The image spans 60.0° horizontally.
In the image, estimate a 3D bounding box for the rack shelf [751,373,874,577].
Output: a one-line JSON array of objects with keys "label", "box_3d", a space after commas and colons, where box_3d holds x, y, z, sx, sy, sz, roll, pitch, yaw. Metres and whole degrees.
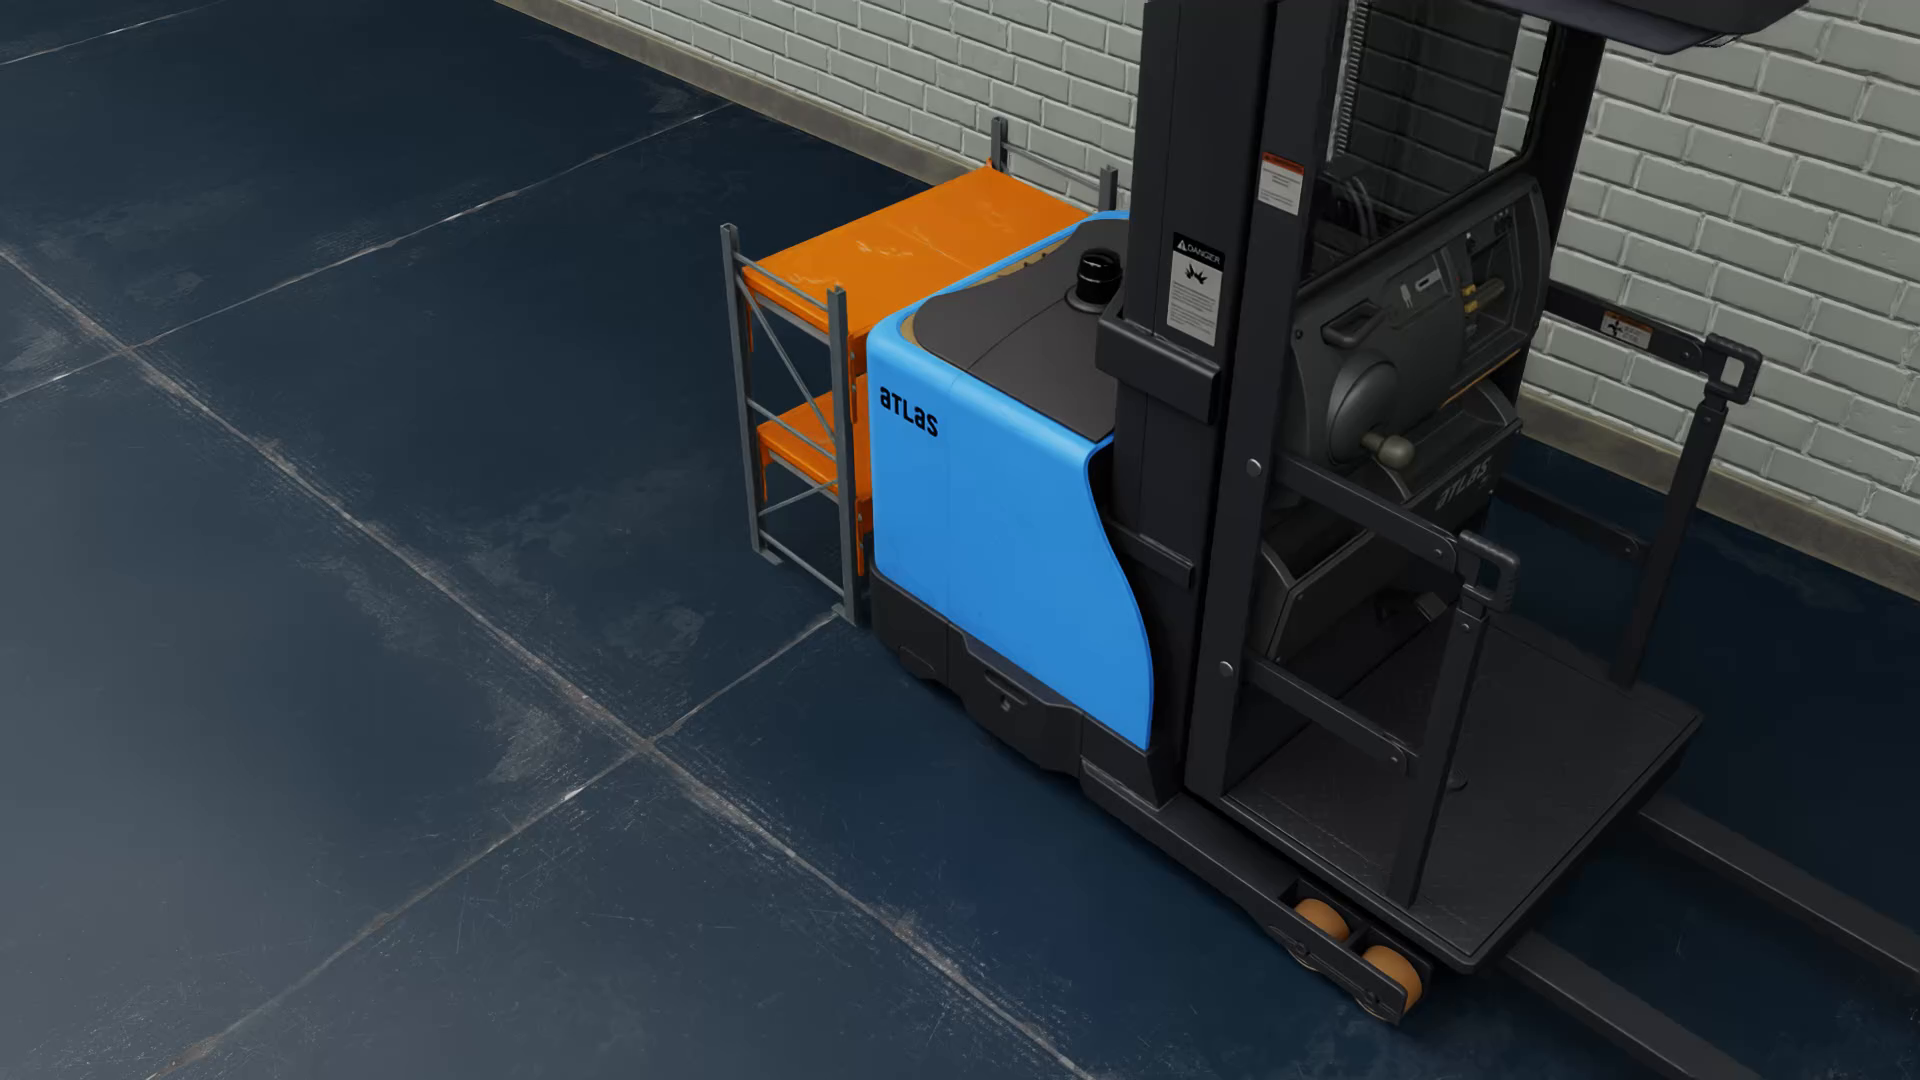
[{"label": "rack shelf", "box_3d": [-0.098, -0.328, 5.152, 1.000, 0.278, 0.538, -30, 47, -32]}]

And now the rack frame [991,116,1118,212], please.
[{"label": "rack frame", "box_3d": [0.275, -0.735, 5.270, 0.032, 1.125, 0.500, -30, 47, -32]}]

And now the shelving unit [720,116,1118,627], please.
[{"label": "shelving unit", "box_3d": [-0.098, -0.520, 5.000, 1.048, 1.125, 0.538, -30, 47, -32]}]

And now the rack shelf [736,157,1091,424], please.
[{"label": "rack shelf", "box_3d": [-0.098, -0.749, 4.818, 1.000, 0.278, 0.538, -30, 47, -32]}]

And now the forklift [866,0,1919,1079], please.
[{"label": "forklift", "box_3d": [1.138, -0.406, 3.406, 1.130, 2.935, 3.031, -32, 48, -33]}]

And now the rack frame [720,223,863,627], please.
[{"label": "rack frame", "box_3d": [-0.471, -0.305, 4.729, 0.032, 1.125, 0.500, -30, 47, -32]}]
